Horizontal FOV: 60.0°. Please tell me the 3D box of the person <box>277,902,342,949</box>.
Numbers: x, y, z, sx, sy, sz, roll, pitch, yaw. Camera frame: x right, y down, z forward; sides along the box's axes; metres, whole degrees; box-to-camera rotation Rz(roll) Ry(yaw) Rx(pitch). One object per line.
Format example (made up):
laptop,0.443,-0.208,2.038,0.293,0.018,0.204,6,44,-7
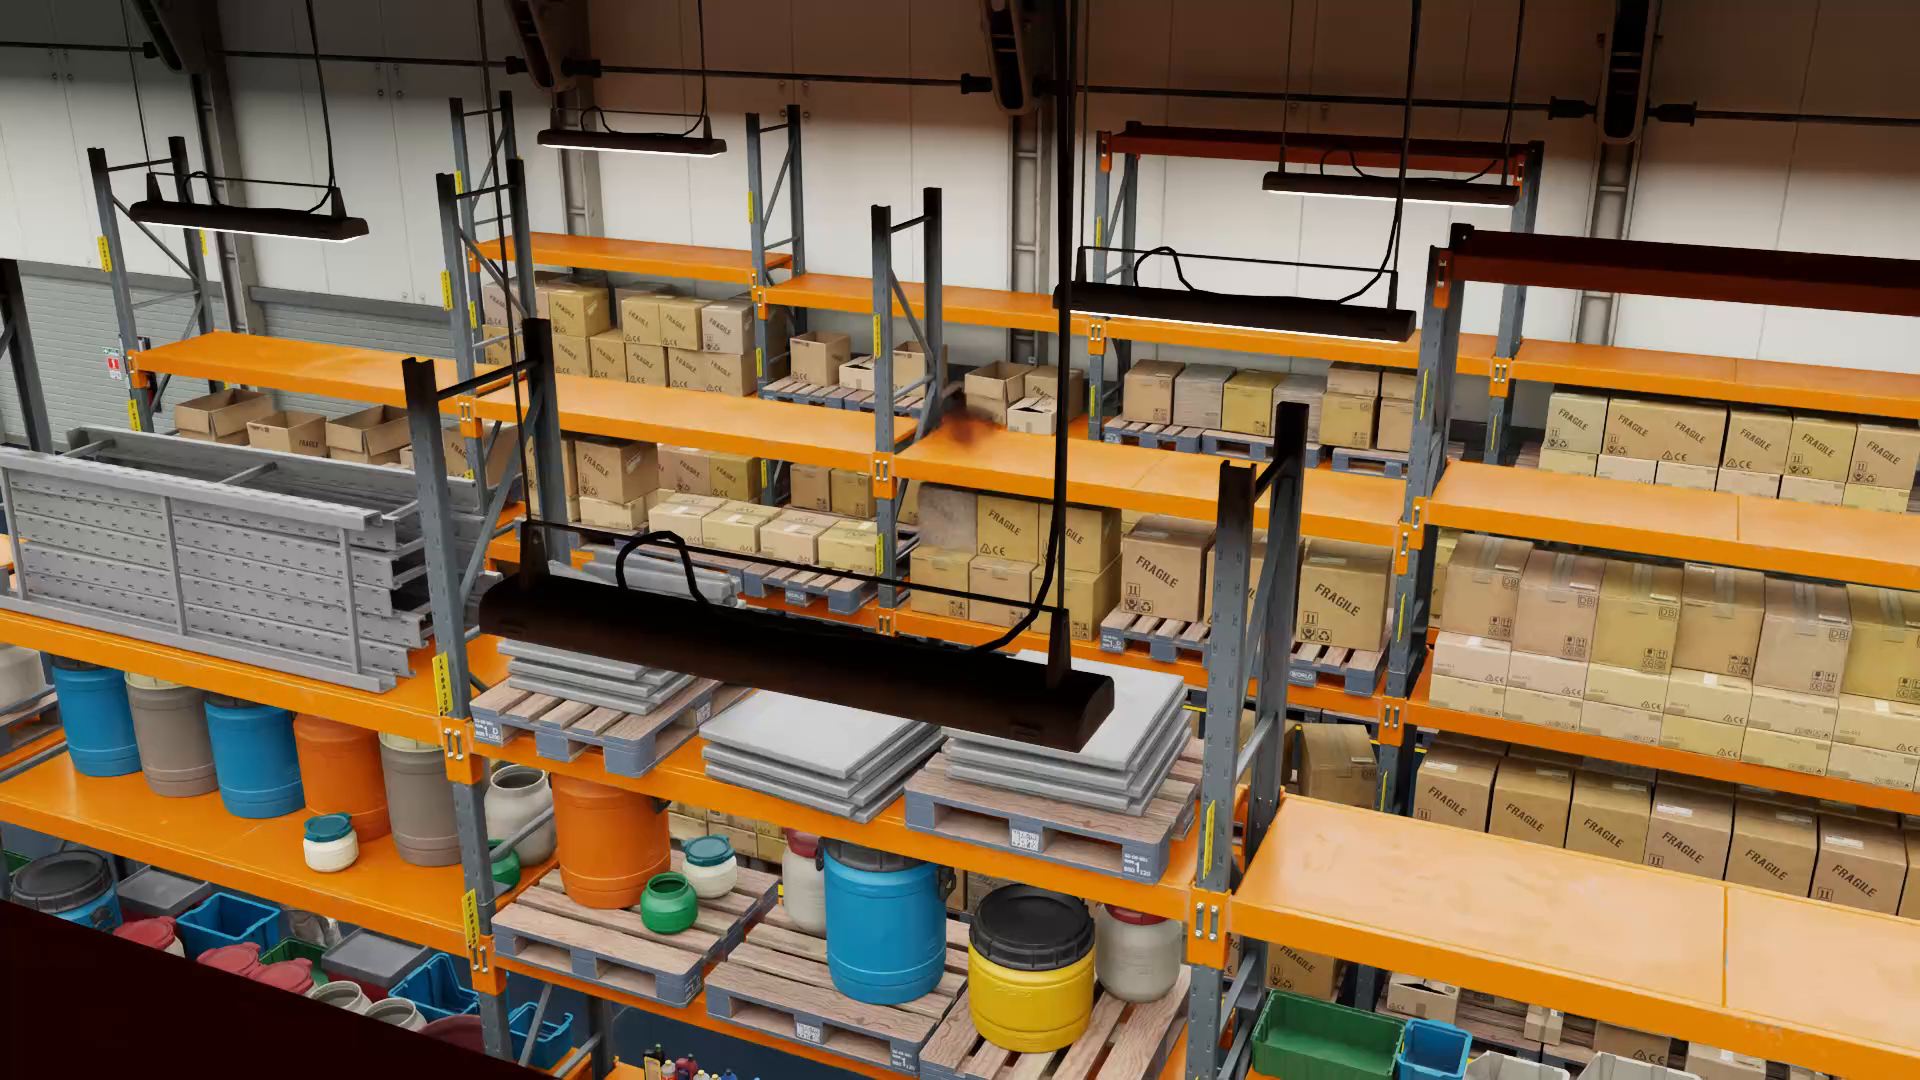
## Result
person,-5.075,2.774,12.845,0.510,1.725,0.974,-10,23,-25
